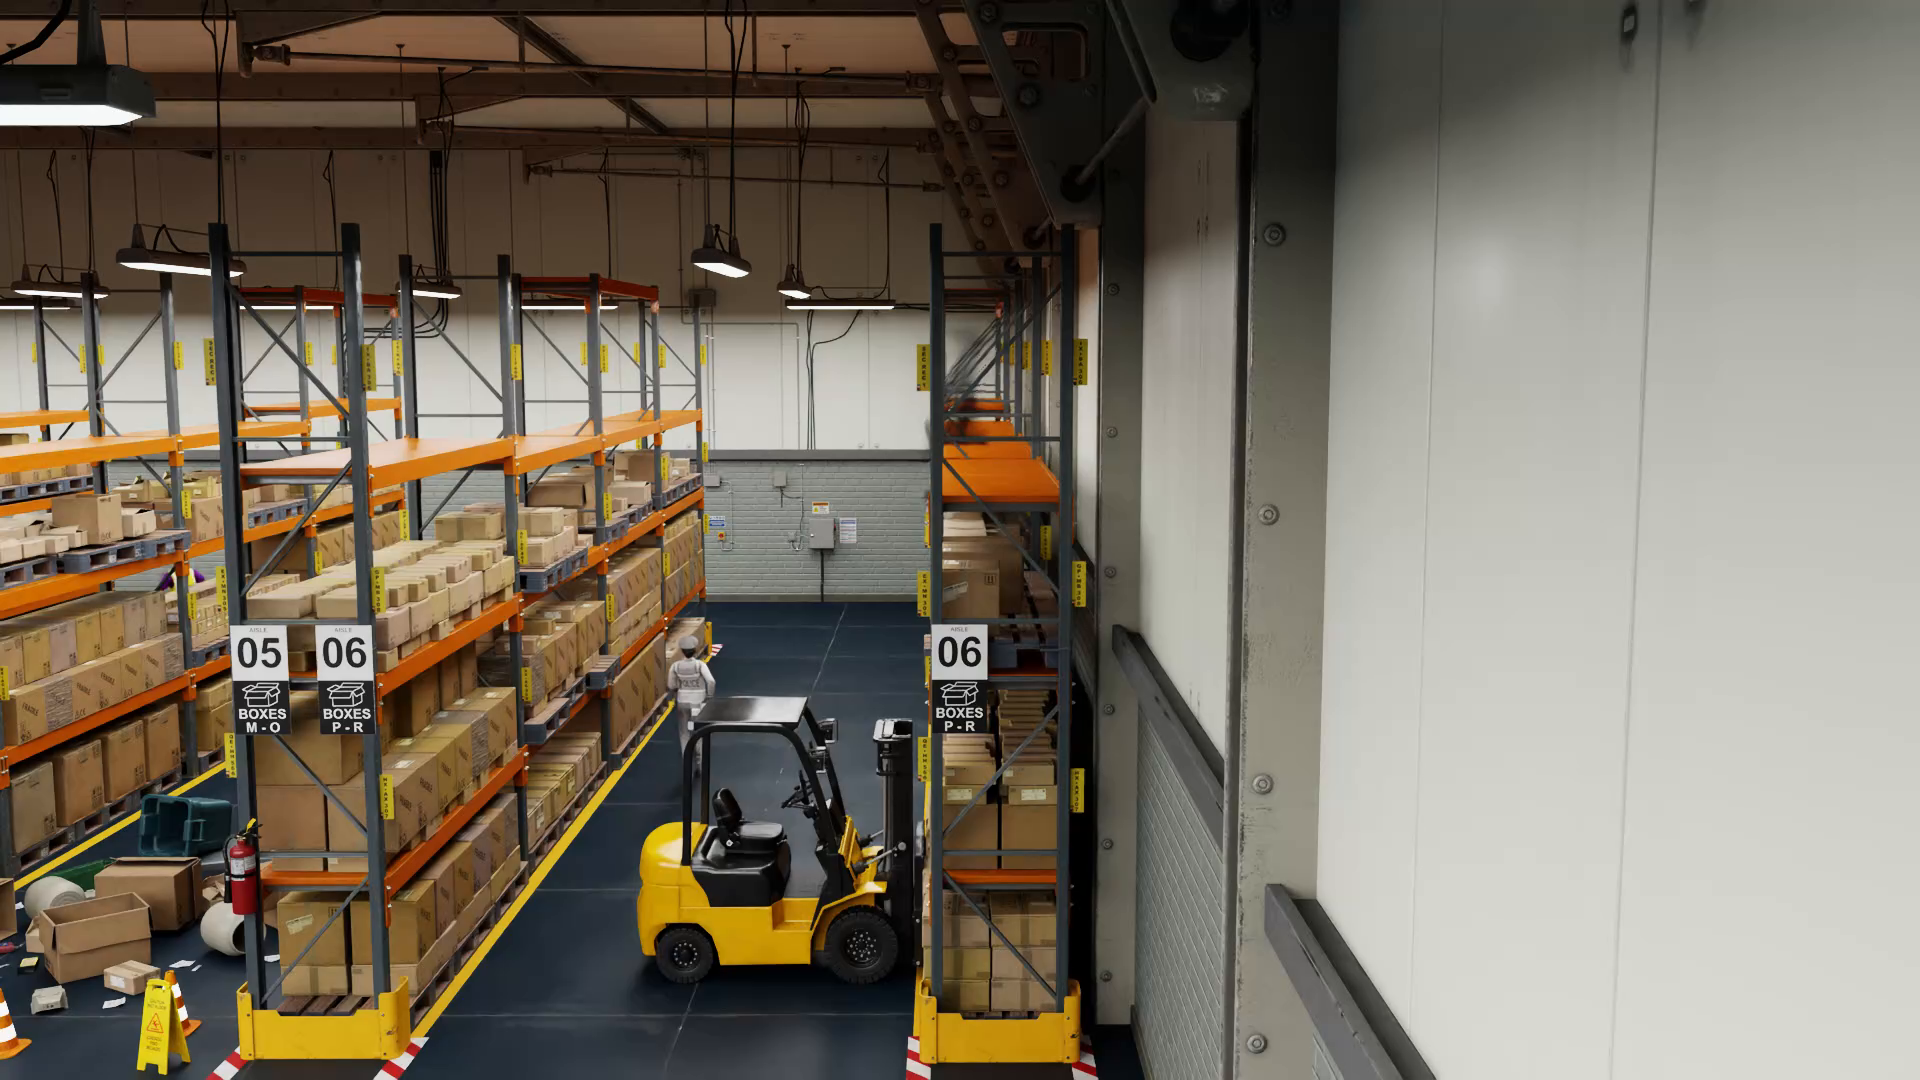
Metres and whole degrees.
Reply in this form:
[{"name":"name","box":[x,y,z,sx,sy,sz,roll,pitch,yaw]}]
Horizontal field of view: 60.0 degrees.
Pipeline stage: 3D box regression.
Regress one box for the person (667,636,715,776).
[{"name":"person","box":[-3.216,2.011,19.935,0.576,1.743,0.724,-1,7,-8]}]

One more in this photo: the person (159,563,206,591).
[{"name":"person","box":[-13.087,1.067,28.125,0.538,1.668,0.785,6,9,43]}]
